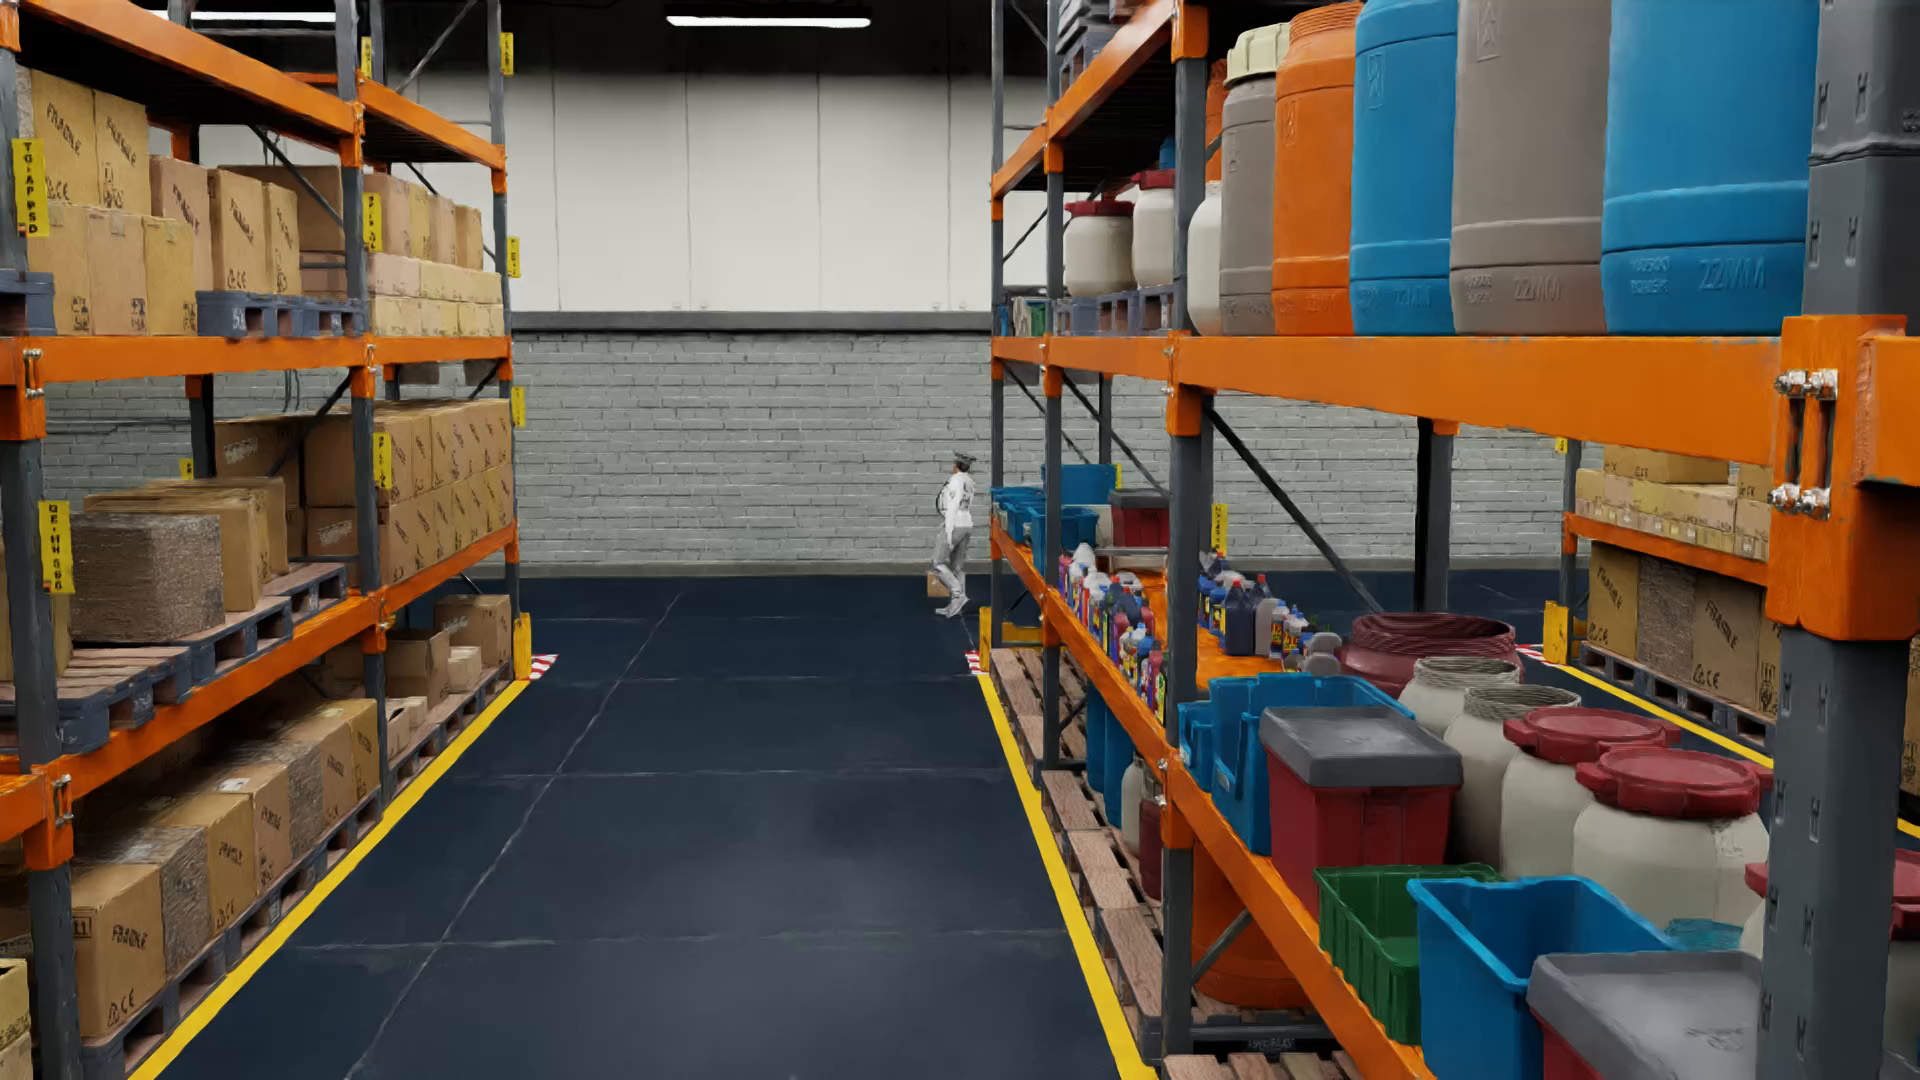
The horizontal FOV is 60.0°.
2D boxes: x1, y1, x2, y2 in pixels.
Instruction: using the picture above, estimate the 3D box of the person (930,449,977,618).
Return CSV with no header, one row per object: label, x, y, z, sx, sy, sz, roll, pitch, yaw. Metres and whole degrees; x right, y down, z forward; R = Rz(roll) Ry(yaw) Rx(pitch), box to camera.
person,-0.043,-0.075,16.751,0.407,1.661,0.565,3,8,24
